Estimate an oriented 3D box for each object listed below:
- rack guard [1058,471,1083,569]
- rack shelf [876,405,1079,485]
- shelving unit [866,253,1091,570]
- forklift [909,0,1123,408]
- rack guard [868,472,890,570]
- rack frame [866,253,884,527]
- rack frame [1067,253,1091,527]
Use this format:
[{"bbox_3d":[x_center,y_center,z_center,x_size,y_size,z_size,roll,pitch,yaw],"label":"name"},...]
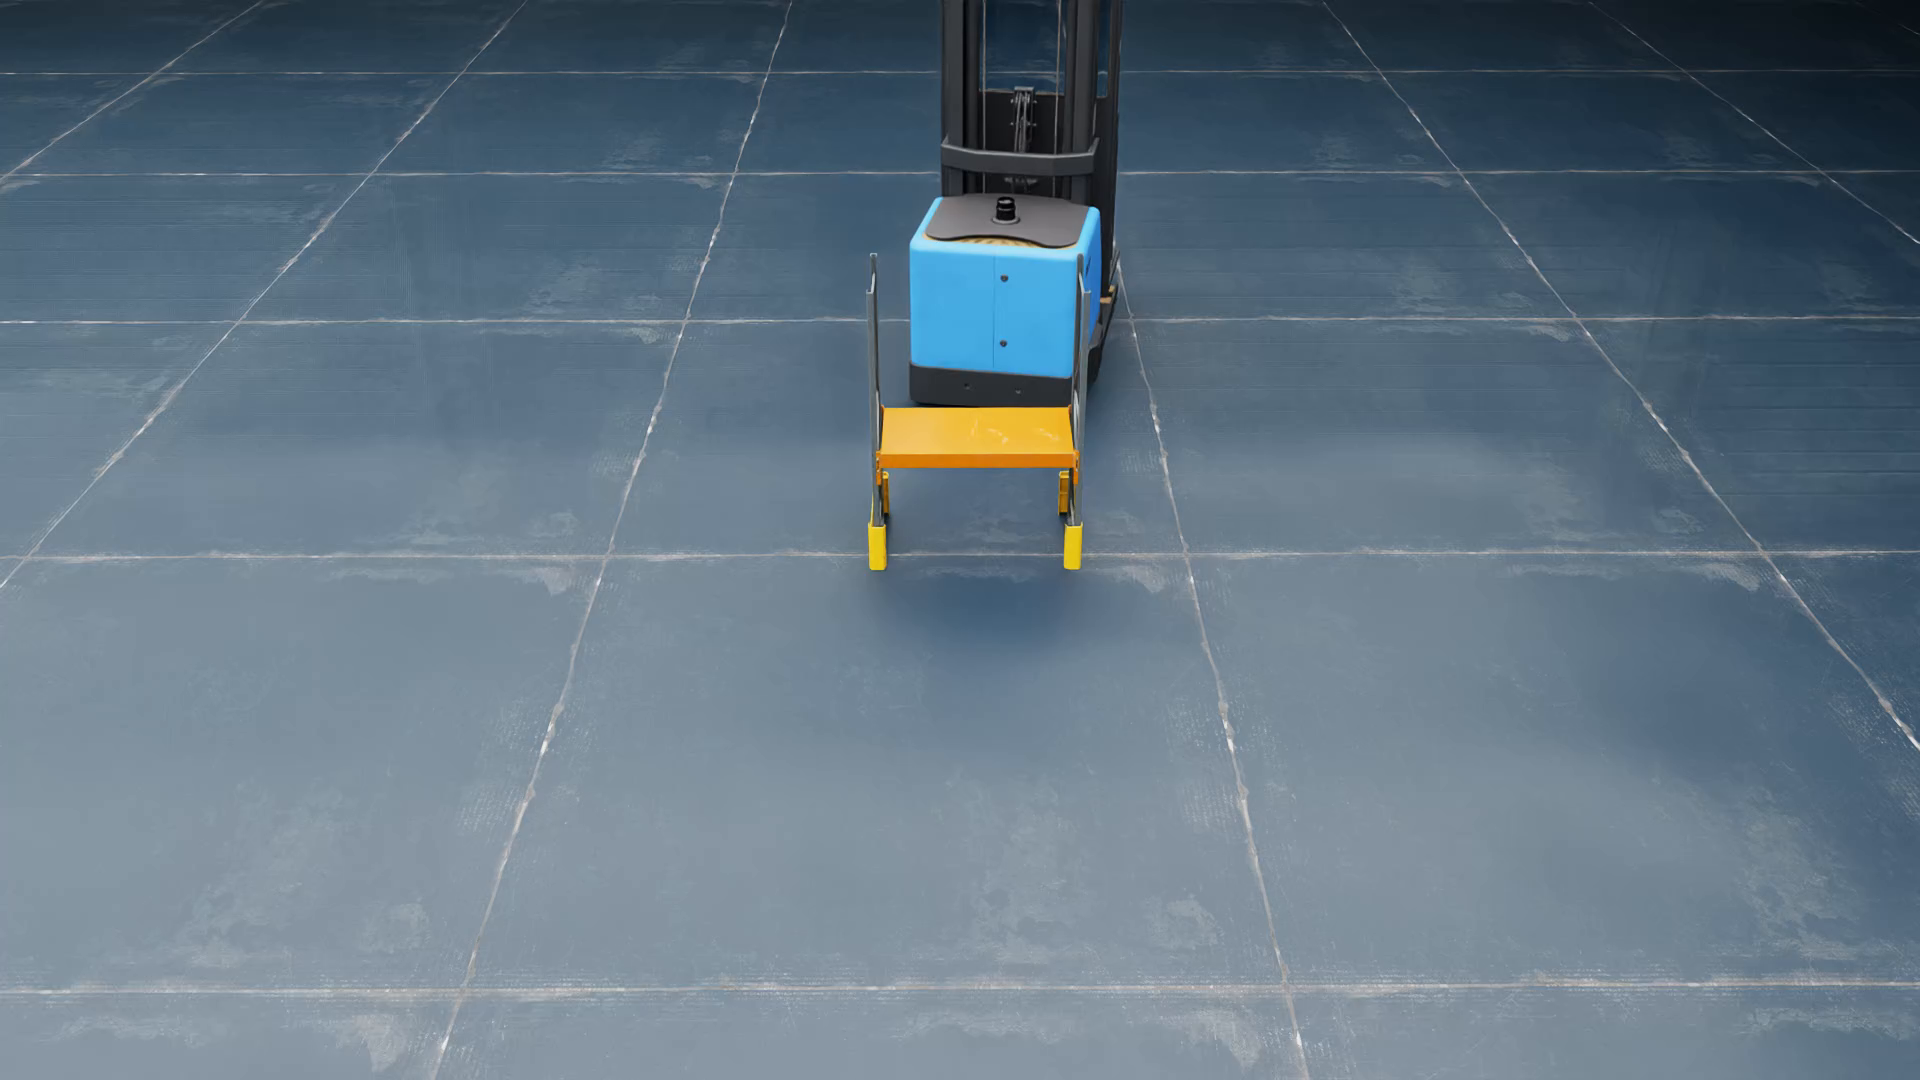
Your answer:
[{"bbox_3d":[0.574,-0.109,8.688,0.087,0.250,0.587,0,31,0],"label":"rack guard"},{"bbox_3d":[0.085,-0.488,8.455,1.000,0.185,0.538,0,31,0],"label":"rack shelf"},{"bbox_3d":[0.076,-0.641,8.361,1.083,1.500,0.587,0,31,0],"label":"shelving unit"},{"bbox_3d":[0.469,-2.745,10.448,1.130,2.935,3.031,5,32,9],"label":"forklift"},{"bbox_3d":[-0.422,-0.106,8.683,0.087,0.250,0.587,0,31,0],"label":"rack guard"},{"bbox_3d":[-0.423,-0.640,8.359,0.032,1.500,0.500,0,31,0],"label":"rack frame"},{"bbox_3d":[0.594,-0.643,8.364,0.032,1.500,0.500,0,31,0],"label":"rack frame"}]
